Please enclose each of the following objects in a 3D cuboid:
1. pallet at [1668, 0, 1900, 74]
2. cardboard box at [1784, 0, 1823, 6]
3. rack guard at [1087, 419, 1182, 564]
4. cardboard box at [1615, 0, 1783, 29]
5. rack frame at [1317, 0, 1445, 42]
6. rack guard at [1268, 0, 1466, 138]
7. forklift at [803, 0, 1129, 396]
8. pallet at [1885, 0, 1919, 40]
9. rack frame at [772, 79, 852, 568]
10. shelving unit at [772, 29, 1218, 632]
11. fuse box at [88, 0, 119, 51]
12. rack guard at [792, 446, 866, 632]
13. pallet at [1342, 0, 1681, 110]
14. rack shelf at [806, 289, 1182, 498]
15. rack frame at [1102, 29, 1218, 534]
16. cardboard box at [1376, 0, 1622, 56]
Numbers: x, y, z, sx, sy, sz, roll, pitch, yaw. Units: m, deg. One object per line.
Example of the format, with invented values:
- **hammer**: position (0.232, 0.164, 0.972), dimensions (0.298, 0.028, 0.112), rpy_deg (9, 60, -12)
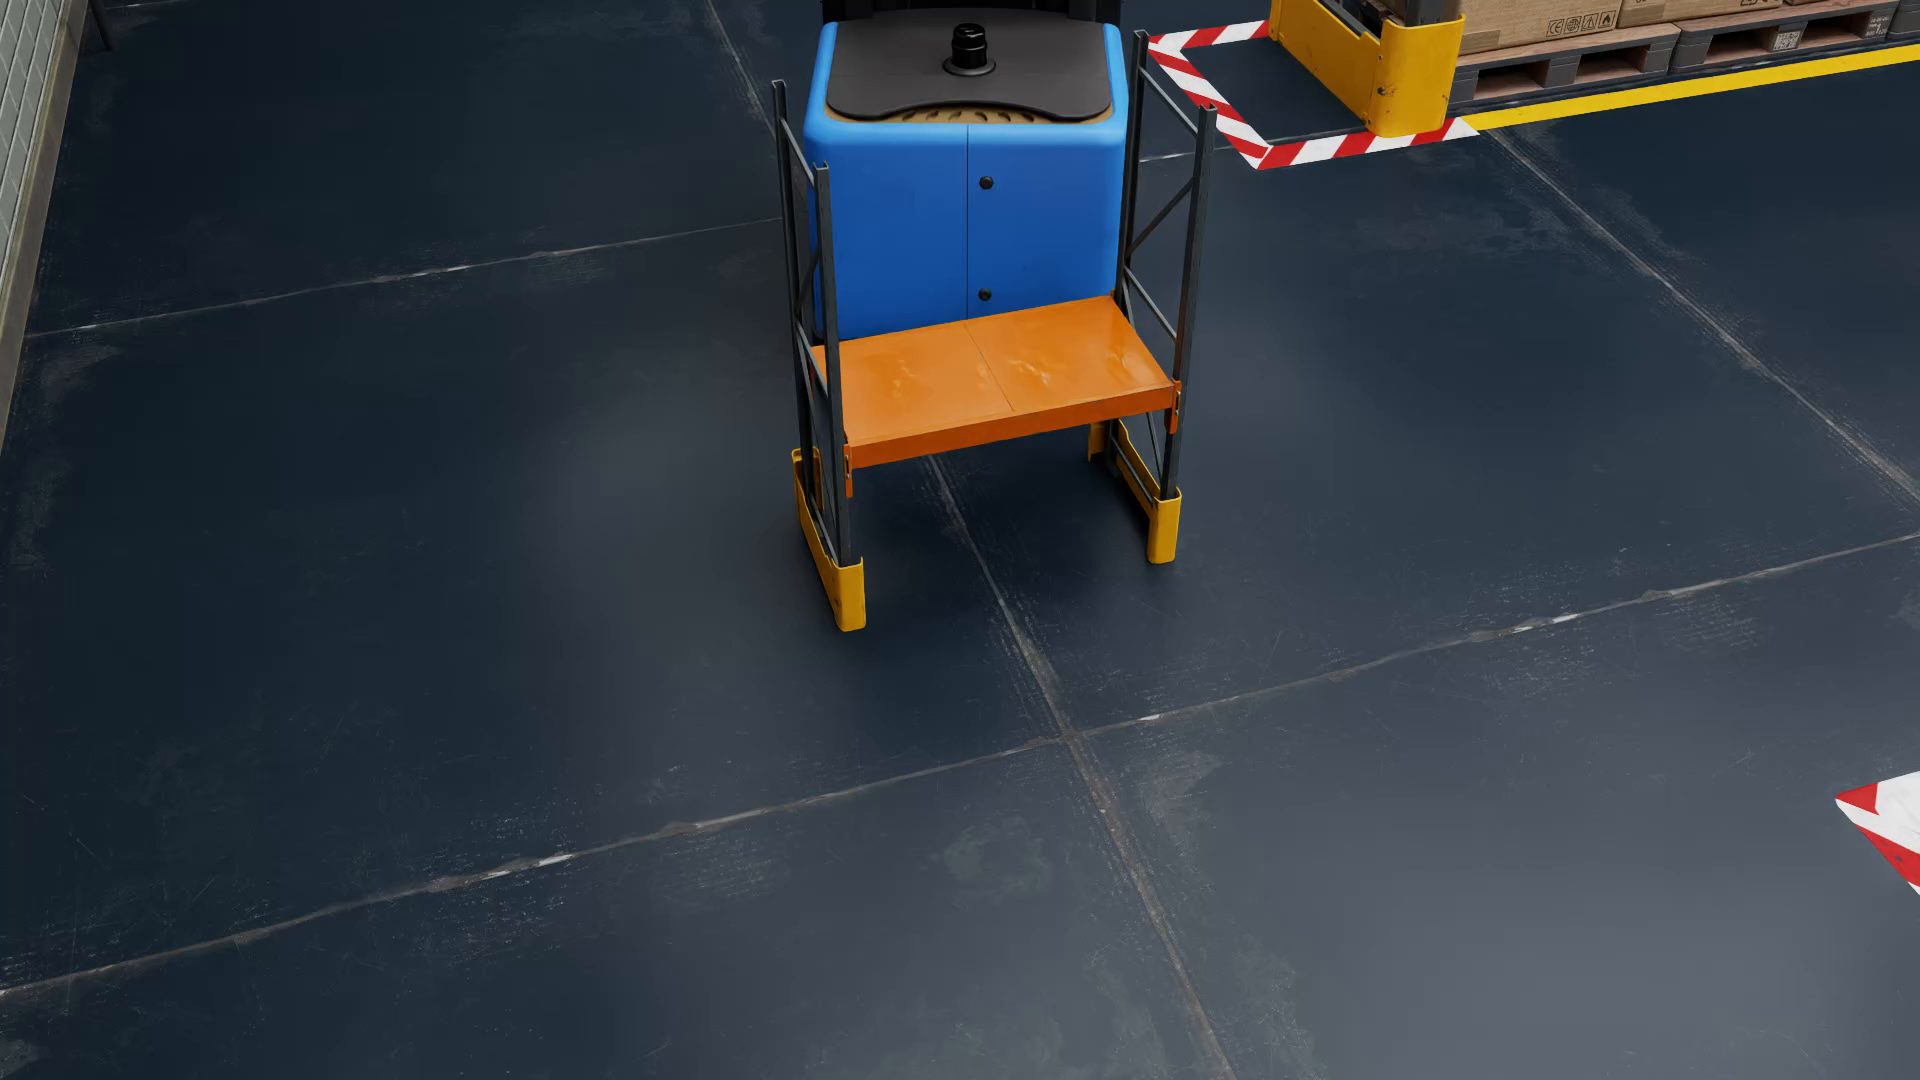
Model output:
- **pallet**: position (3.737, -2.674, 8.150), dimensions (1.213, 0.211, 1.003), rpy_deg (-12, 42, -13)
- **cardboard box**: position (4.167, -3.028, 8.064), dimensions (0.875, 0.438, 0.875), rpy_deg (-13, 43, -14)
- **rack guard**: position (0.548, -0.208, 5.298), dimensions (0.087, 0.250, 0.587), rpy_deg (-12, 42, -13)
- **cardboard box**: position (3.306, -2.851, 7.862), dimensions (0.875, 0.438, 0.875), rpy_deg (-11, 42, -12)
- **rack frame**: position (1.837, -3.278, 6.723), dimensions (0.127, 3.000, 1.000), rpy_deg (-12, 42, -13)
- **rack guard**: position (1.814, -2.332, 7.540), dimensions (0.348, 0.500, 1.175), rpy_deg (-12, 42, -13)
- **forklift**: position (0.046, -2.516, 5.902), dimensions (1.130, 2.935, 3.031), rpy_deg (1, 41, 1)
- **pallet**: position (4.903, -2.918, 8.429), dimensions (1.213, 0.211, 1.003), rpy_deg (-12, 42, -13)
- **rack frame**: position (-0.403, -0.481, 4.661), dimensions (0.032, 1.500, 0.500), rpy_deg (-12, 42, -13)
- **shelving unit**: position (0.073, -0.580, 4.774), dimensions (1.083, 1.500, 0.587), rpy_deg (-12, 42, -13)
- **fuse box**: position (-4.027, -3.011, 7.396), dimensions (0.414, 1.711, 0.539), rpy_deg (-12, 42, -13)
- **rack guard**: position (-0.402, -0.011, 5.072), dimensions (0.087, 0.250, 0.587), rpy_deg (-12, 42, -13)
- **pallet**: position (2.576, -2.435, 7.877), dimensions (1.213, 0.211, 1.003), rpy_deg (-12, 42, -13)
- **rack shelf**: position (0.081, -0.446, 4.894), dimensions (1.000, 0.185, 0.538), rpy_deg (-12, 42, -13)
- **rack frame**: position (0.566, -0.682, 4.891), dimensions (0.032, 1.500, 0.500), rpy_deg (-12, 42, -13)
- **cardboard box**: position (2.436, -2.665, 7.649), dimensions (0.875, 0.438, 0.875), rpy_deg (-13, 43, -15)
